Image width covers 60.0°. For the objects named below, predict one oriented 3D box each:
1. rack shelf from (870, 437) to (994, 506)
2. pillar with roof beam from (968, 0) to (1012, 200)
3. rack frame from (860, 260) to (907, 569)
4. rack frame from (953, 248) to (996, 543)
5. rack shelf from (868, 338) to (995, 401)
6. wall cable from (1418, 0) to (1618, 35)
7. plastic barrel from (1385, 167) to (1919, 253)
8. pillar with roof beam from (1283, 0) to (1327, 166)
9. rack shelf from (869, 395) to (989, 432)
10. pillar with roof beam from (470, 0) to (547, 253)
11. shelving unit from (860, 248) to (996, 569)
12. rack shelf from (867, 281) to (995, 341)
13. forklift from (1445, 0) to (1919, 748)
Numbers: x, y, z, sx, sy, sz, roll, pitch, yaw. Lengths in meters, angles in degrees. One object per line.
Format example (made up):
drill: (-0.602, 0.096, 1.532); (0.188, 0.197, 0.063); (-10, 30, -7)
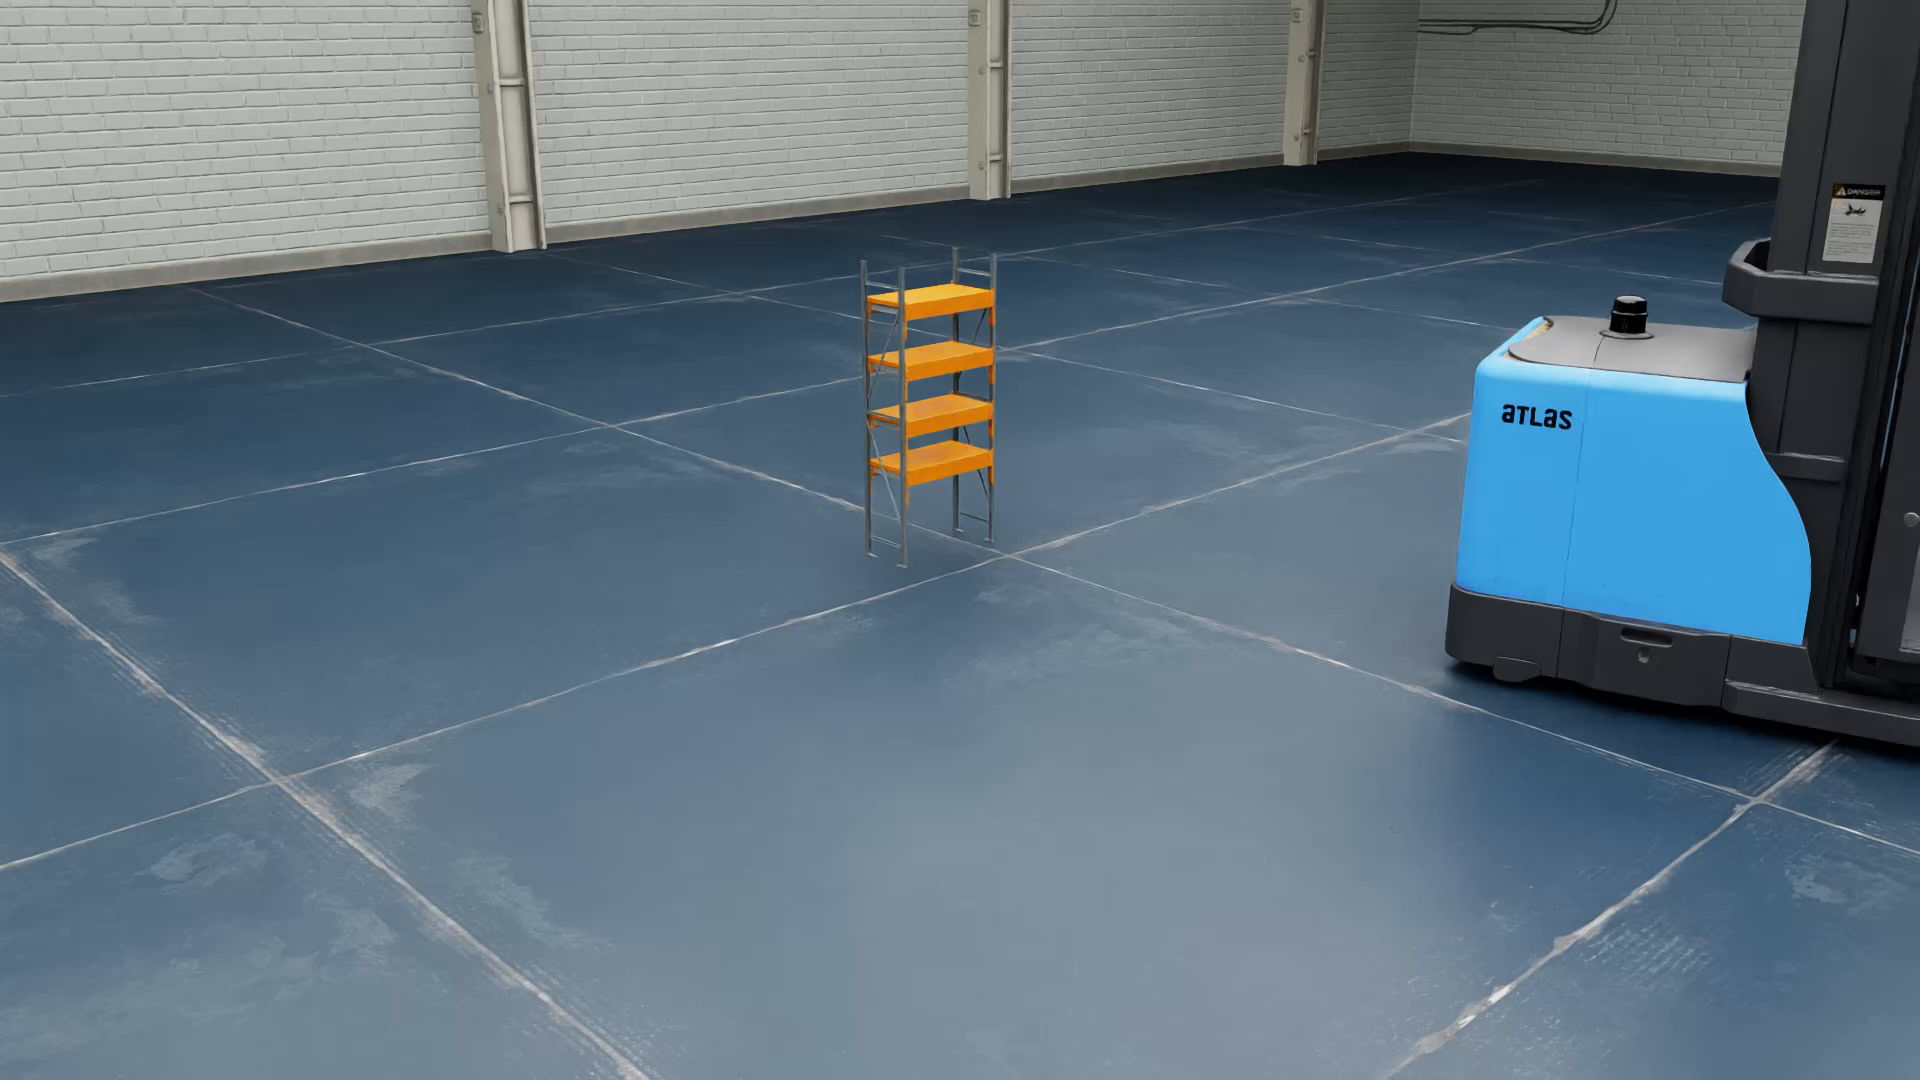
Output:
rack shelf: (-0.120, -0.283, 6.773); (0.480, 0.148, 0.258); (-16, 24, -41)
pillar with roof beam: (3.294, -7.246, 14.742); (0.400, 9.000, 9.100); (-16, 24, -41)
rack frame: (-0.298, -0.484, 6.532); (0.015, 1.200, 0.240); (-16, 24, -41)
rack frame: (0.057, -0.587, 6.851); (0.015, 1.200, 0.240); (-16, 24, -41)
rack shelf: (-0.120, -0.684, 6.643); (0.480, 0.148, 0.258); (-16, 24, -41)
wall cable: (7.745, -8.333, 23.129); (0.112, 2.526, 3.097); (-16, 24, -41)
plastic barrel: (1.336, -0.769, 3.357); (38.471, 3.701, 17.930); (-16, 24, -41)
pillar with roof beam: (7.653, -8.517, 18.663); (0.400, 9.000, 9.100); (-16, 24, -41)
rack shelf: (-0.120, -0.509, 6.700); (0.457, 0.050, 0.221); (-16, 24, -41)
pillar with roof beam: (-1.066, -5.974, 10.821); (0.400, 9.000, 9.100); (-16, 24, -41)
shelving unit: (-0.120, -0.536, 6.691); (0.503, 1.200, 0.258); (-16, 24, -41)
rack shelf: (-0.120, -0.909, 6.570); (0.480, 0.148, 0.258); (-16, 24, -41)
forklift: (2.695, -0.901, 5.116); (1.939, 2.867, 1.129); (10, 20, 28)
